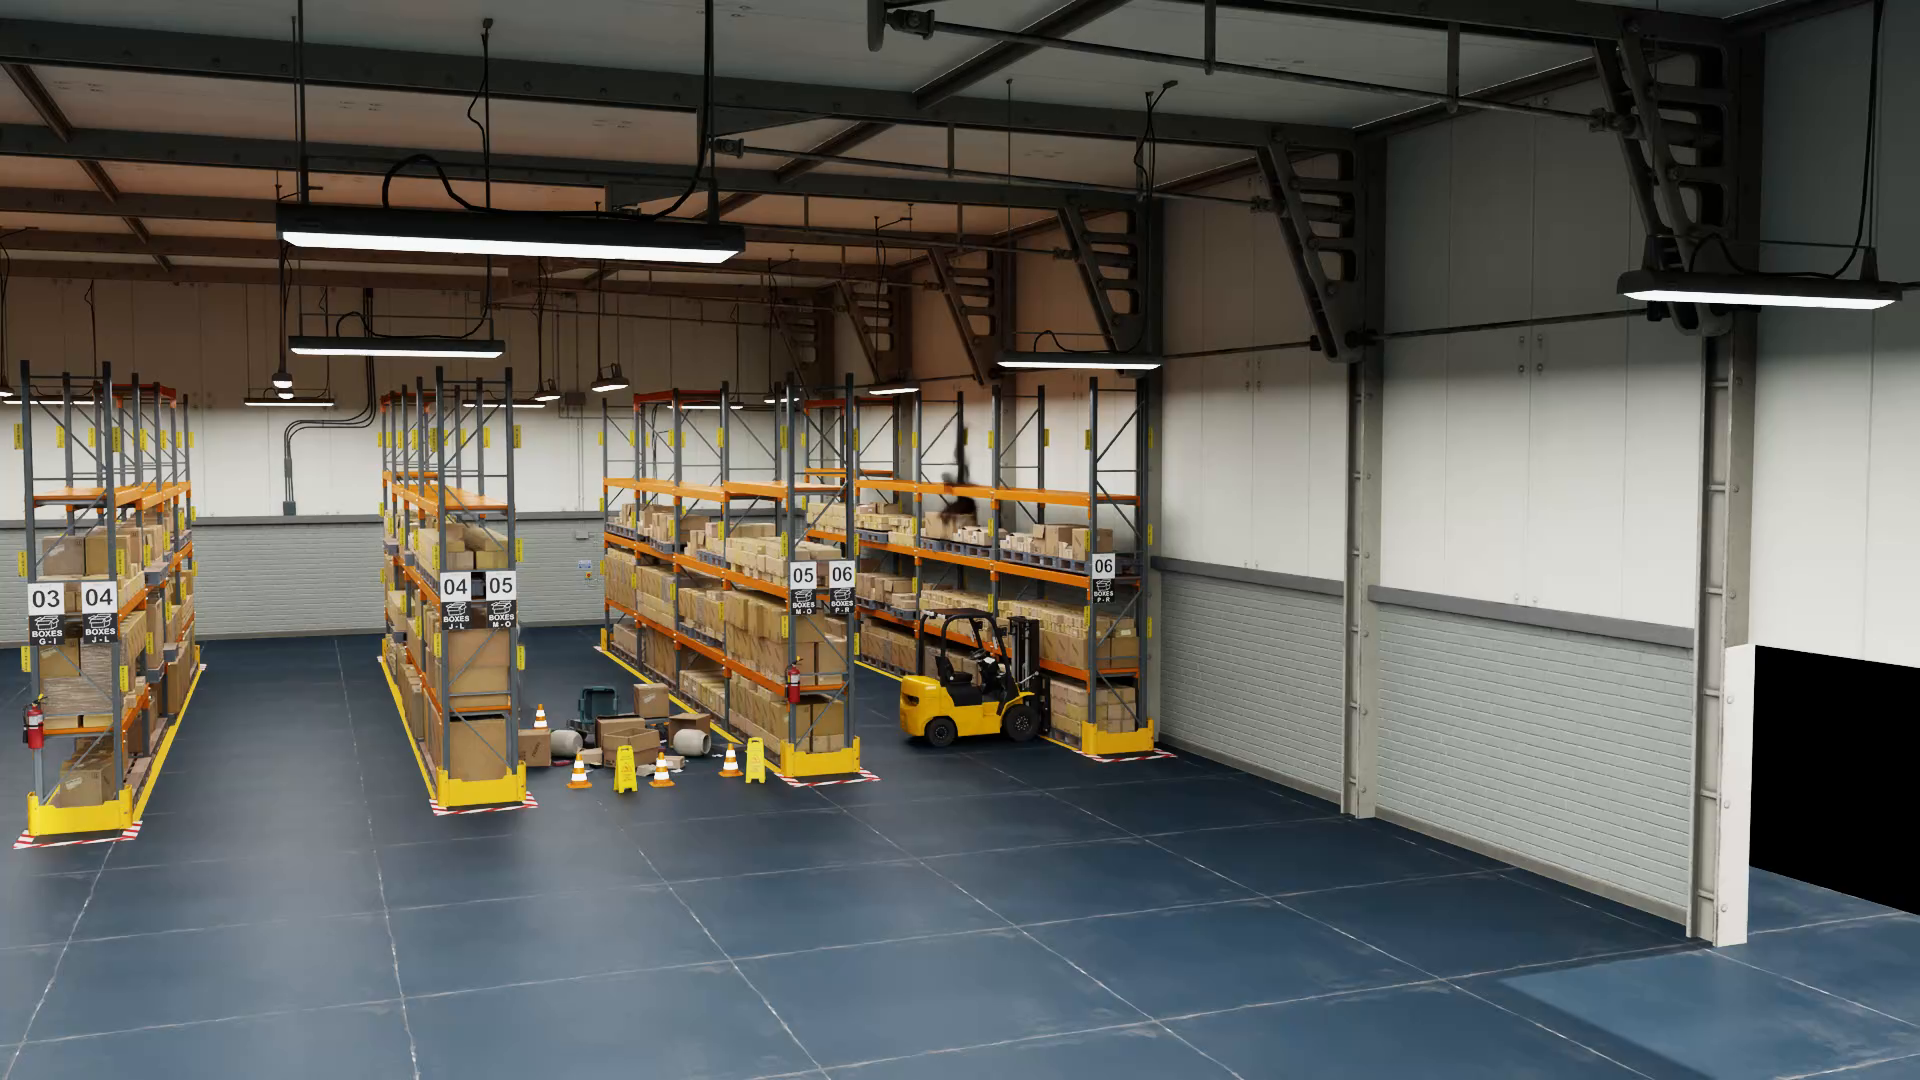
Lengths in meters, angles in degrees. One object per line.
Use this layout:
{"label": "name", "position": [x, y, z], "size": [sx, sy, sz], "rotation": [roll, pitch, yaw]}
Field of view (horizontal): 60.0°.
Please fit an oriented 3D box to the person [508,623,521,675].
{"label": "person", "position": [-8.974, 2.195, 32.700], "size": [0.679, 1.785, 0.950], "rotation": [-1, 4, -21]}
